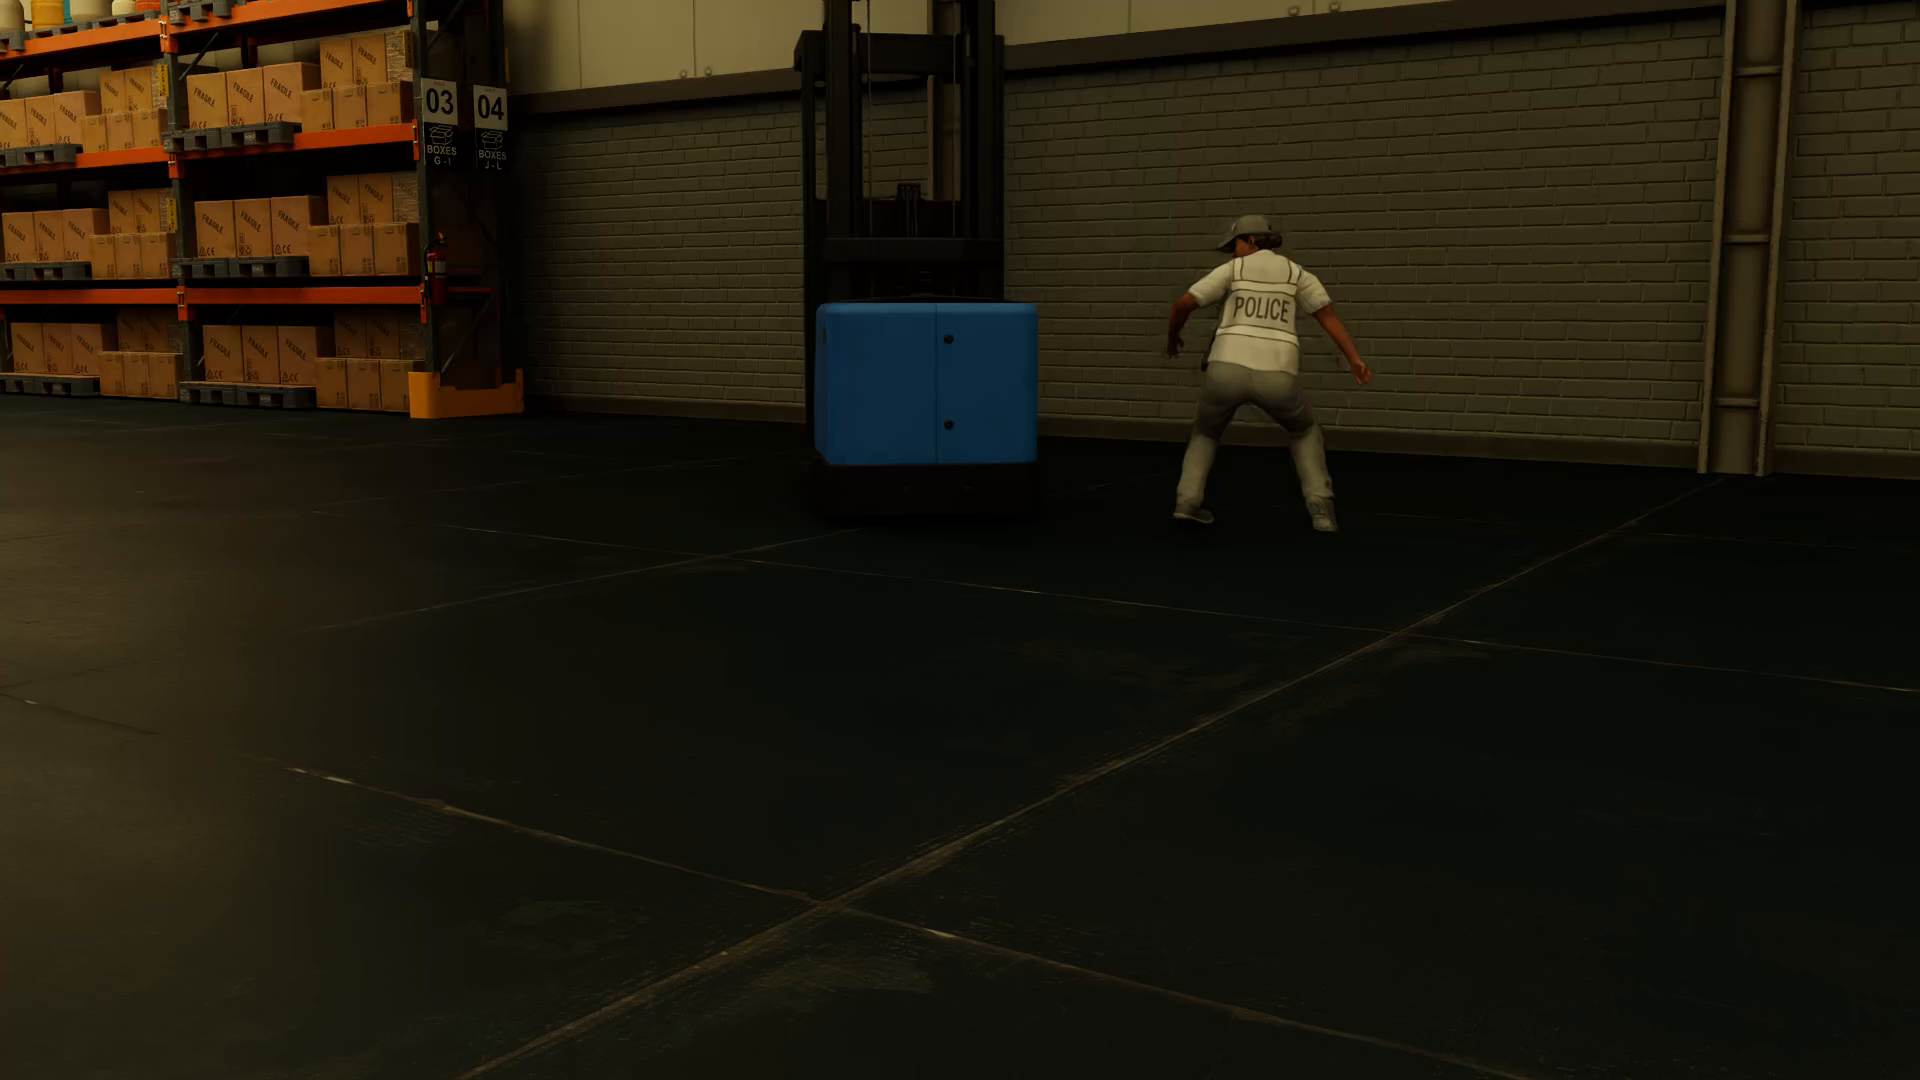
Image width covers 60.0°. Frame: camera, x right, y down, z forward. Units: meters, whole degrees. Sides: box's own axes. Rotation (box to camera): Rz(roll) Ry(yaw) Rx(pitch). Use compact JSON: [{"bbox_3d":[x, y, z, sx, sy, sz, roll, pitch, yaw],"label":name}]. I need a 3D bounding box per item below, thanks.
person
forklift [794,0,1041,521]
[{"bbox_3d":[1.453,-0.752,7.908,0.946,1.580,0.533,1,8,8],"label":"person"},{"bbox_3d":[-0.342,-1.716,9.259,1.130,2.935,3.031,-1,8,-9],"label":"forklift"}]
